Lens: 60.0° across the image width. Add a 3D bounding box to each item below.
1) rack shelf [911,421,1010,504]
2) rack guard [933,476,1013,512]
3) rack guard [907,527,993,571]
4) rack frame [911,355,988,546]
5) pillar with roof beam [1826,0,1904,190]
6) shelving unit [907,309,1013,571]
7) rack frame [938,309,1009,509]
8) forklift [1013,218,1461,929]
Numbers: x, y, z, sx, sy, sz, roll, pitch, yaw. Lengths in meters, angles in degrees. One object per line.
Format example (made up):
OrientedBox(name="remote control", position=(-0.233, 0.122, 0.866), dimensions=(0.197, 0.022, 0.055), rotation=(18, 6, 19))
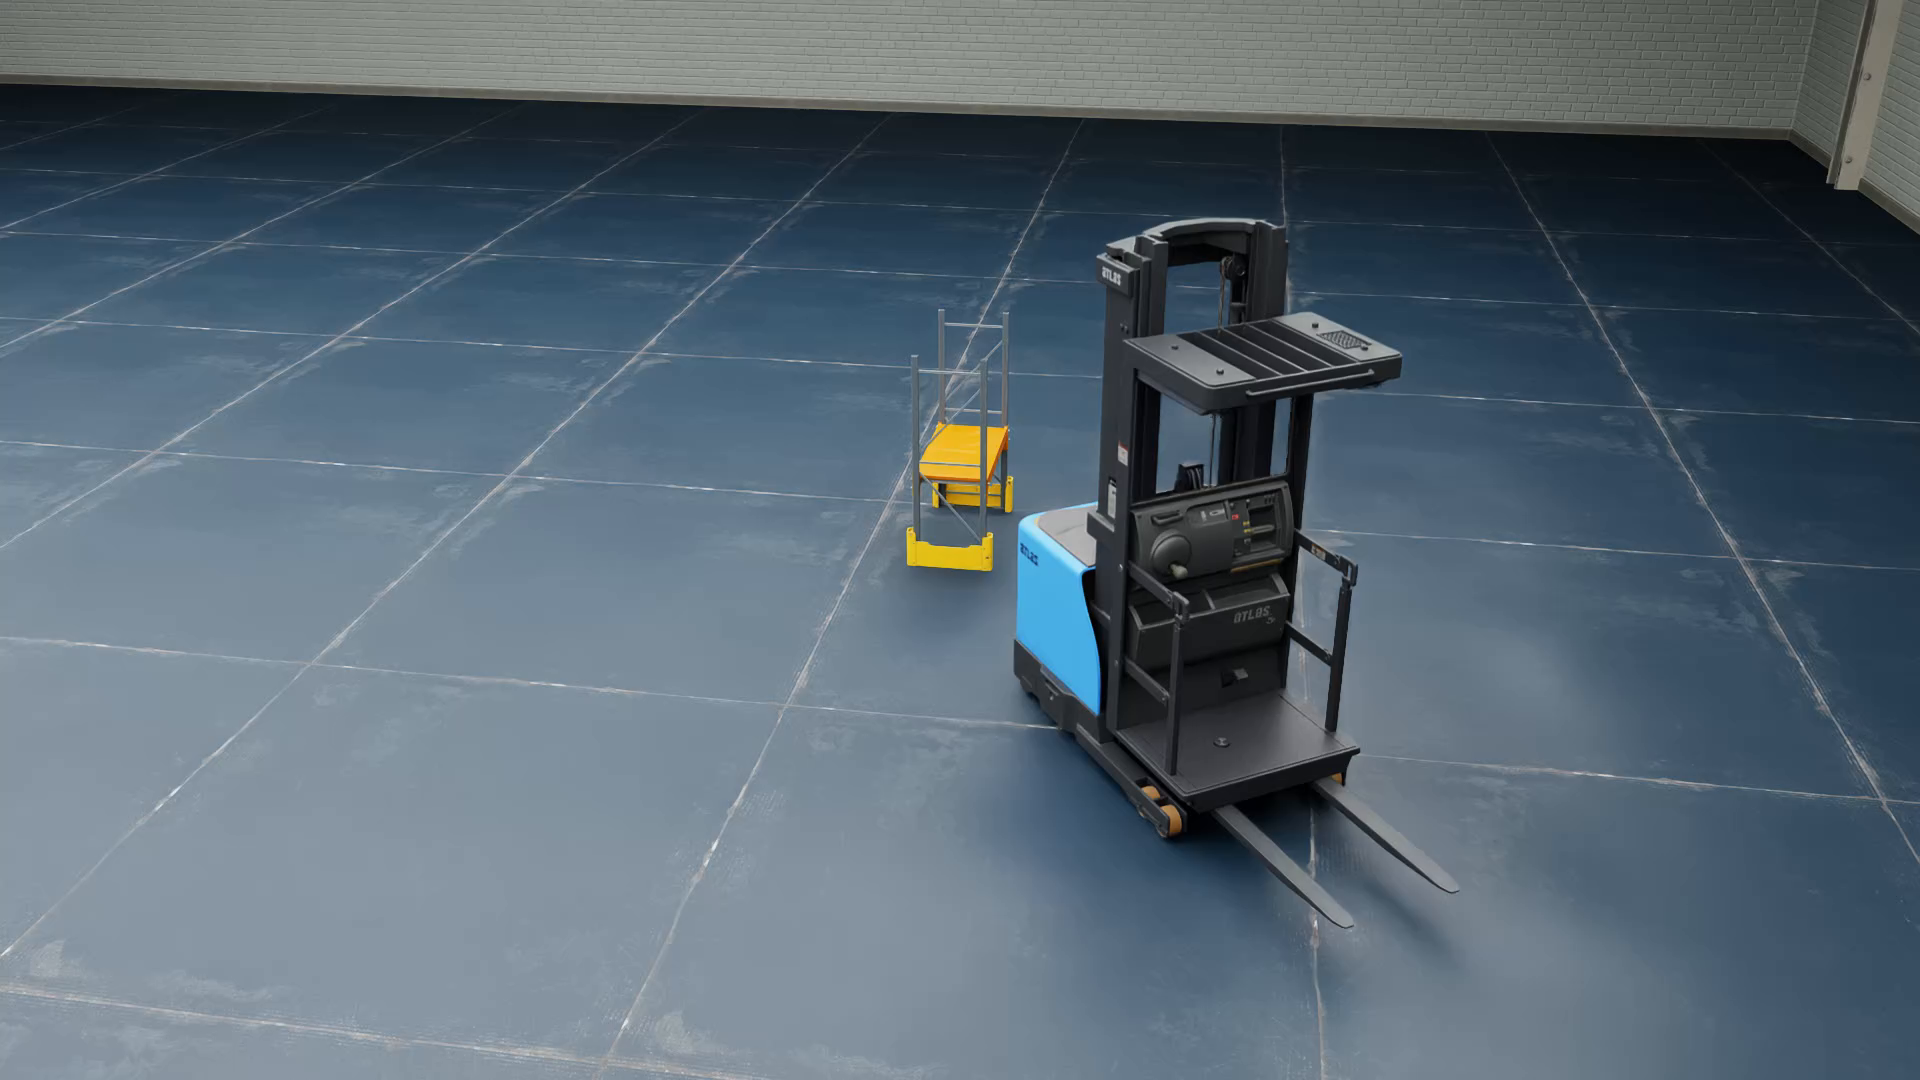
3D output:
OrientedBox(name="rack shelf", position=(0.014, -0.552, 11.629), dimensions=(0.538, 0.185, 1.000), rotation=(4, 25, 9))
OrientedBox(name="rack guard", position=(0.094, -0.353, 12.254), dimensions=(0.587, 0.250, 0.087), rotation=(4, 25, 9))
OrientedBox(name="rack guard", position=(-0.069, 0.063, 11.364), dimensions=(0.587, 0.250, 0.087), rotation=(4, 25, 9))
OrientedBox(name="rack frame", position=(-0.069, -0.502, 11.098), dimensions=(0.500, 1.500, 0.032), rotation=(4, 25, 9))
OrientedBox(name="pillar with roof beam", position=(7.237, -8.976, 20.355), dimensions=(9.100, 9.000, 0.400), rotation=(4, 25, 9))
OrientedBox(name="shelving unit", position=(0.012, -0.711, 11.544), dimensions=(0.587, 1.500, 1.083), rotation=(4, 25, 9))
OrientedBox(name="rack frame", position=(0.097, -0.928, 12.007), dimensions=(0.500, 1.500, 0.032), rotation=(4, 25, 9))
OrientedBox(name="forklift", position=(1.401, -0.012, 8.362), dimensions=(1.130, 2.935, 3.031), rotation=(-11, 27, -23))
